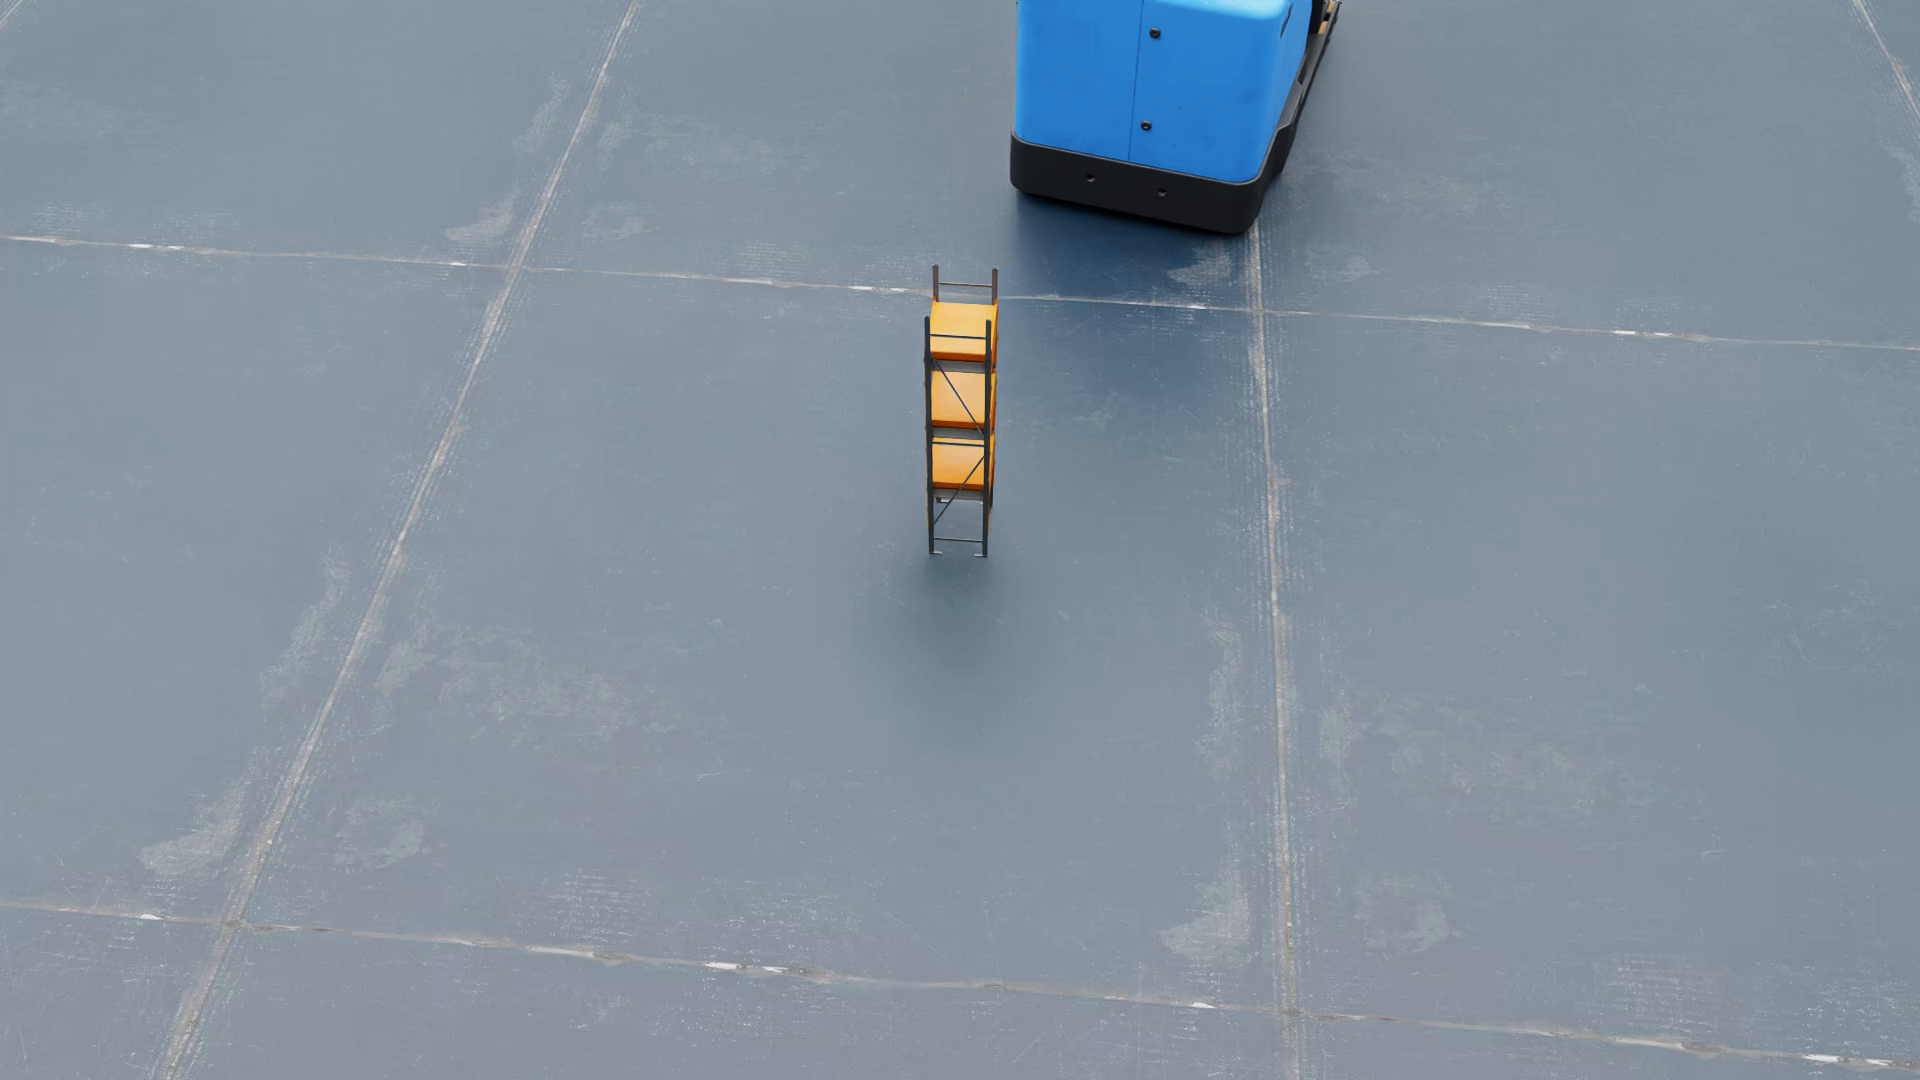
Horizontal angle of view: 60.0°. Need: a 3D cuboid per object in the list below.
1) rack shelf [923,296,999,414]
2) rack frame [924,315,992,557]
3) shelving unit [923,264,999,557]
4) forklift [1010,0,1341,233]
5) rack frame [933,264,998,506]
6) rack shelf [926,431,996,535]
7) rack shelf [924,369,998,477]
[{"bbox_3d":[0.005,-0.578,5.197,0.215,0.259,0.240,4,48,4],"label":"rack shelf"},{"bbox_3d":[-0.006,-0.304,5.317,0.200,1.050,0.008,4,48,4],"label":"rack frame"},{"bbox_3d":[0.005,-0.394,5.399,0.215,1.050,0.252,4,48,4],"label":"shelving unit"},{"bbox_3d":[1.173,-3.355,6.832,1.130,2.935,3.031,14,49,13],"label":"forklift"},{"bbox_3d":[0.016,-0.483,5.481,0.200,1.050,0.008,4,48,4],"label":"rack frame"},{"bbox_3d":[0.005,-0.199,5.611,0.215,0.259,0.240,4,48,4],"label":"rack shelf"},{"bbox_3d":[0.005,-0.386,5.406,0.215,0.259,0.240,4,48,4],"label":"rack shelf"}]
